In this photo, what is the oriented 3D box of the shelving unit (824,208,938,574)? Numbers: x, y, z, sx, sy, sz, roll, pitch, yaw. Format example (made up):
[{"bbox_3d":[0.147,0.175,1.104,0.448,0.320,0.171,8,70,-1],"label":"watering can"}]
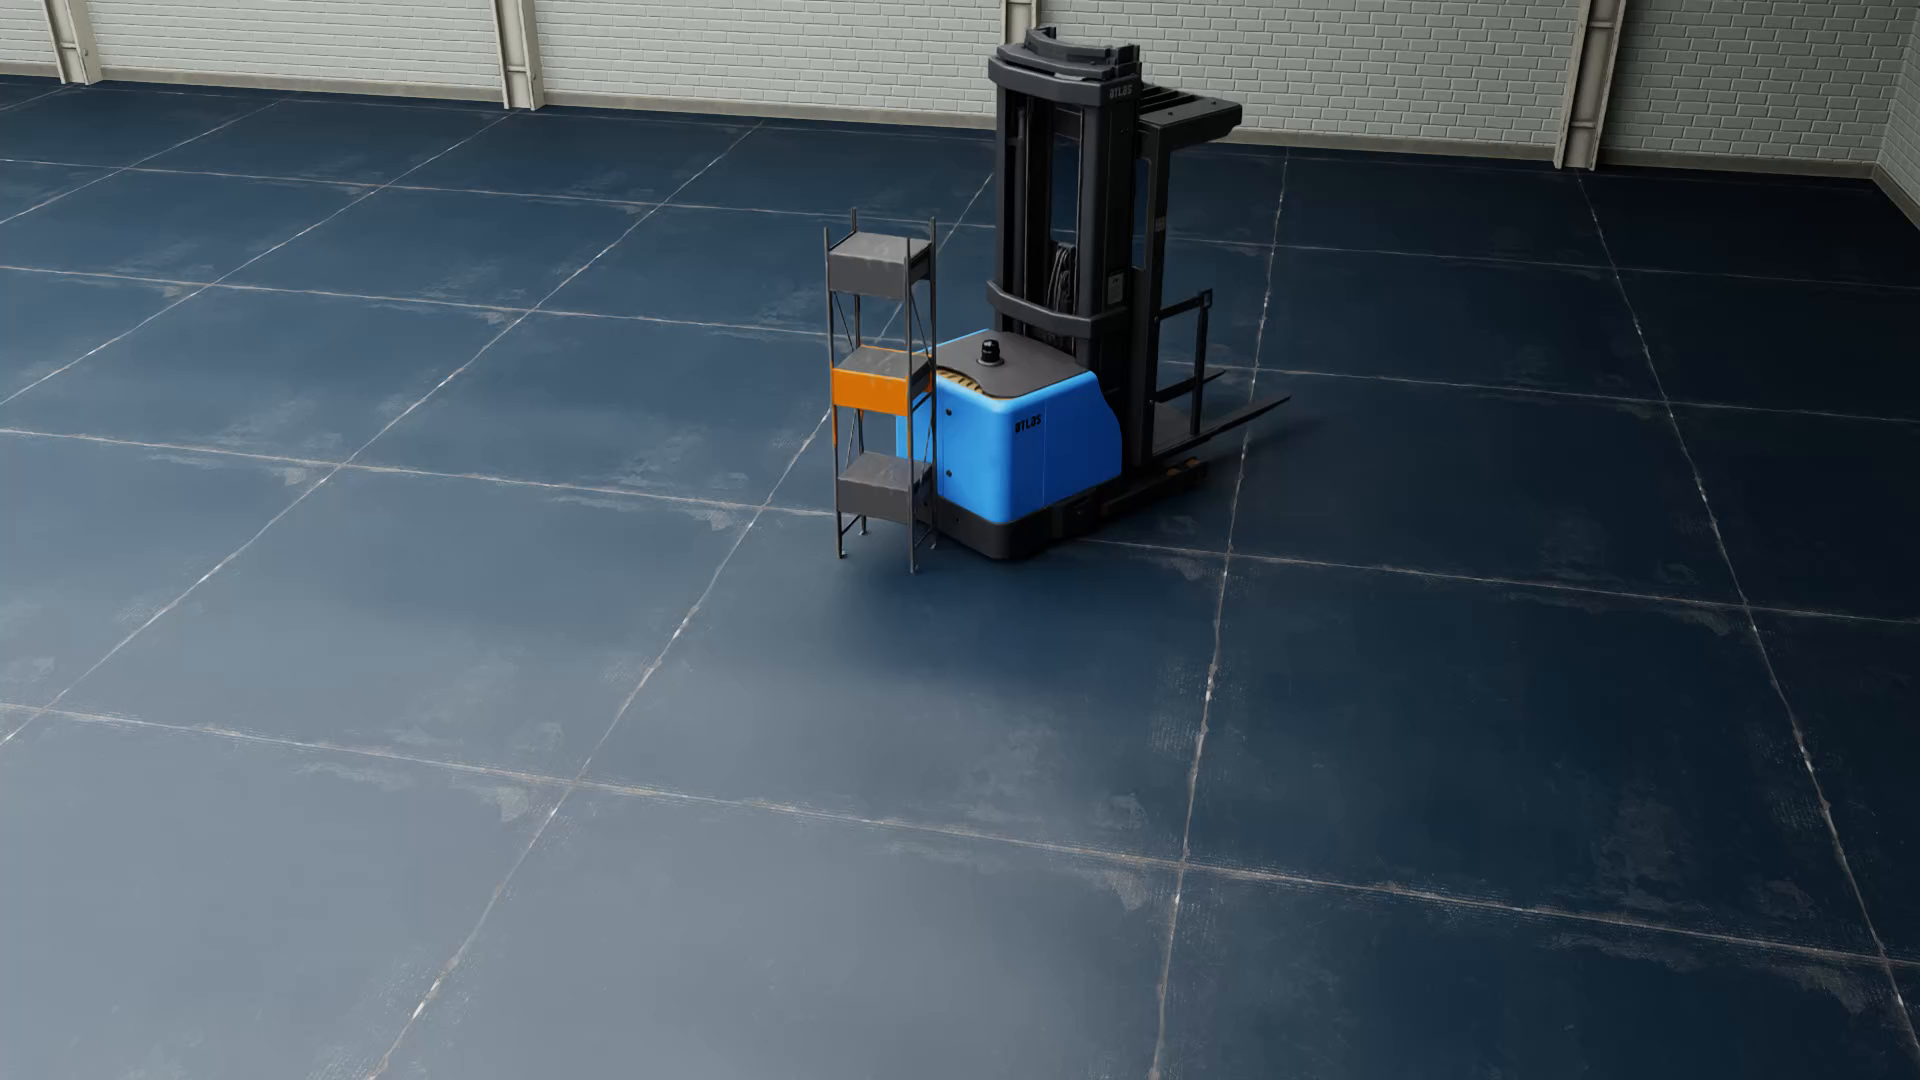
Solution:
[{"bbox_3d":[-0.446,-0.849,9.775,0.503,2.100,0.431,11,30,19],"label":"shelving unit"}]

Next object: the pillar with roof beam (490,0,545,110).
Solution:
[{"bbox_3d":[-6.101,-7.116,14.040,0.400,9.000,9.100,6,29,11],"label":"pillar with roof beam"}]

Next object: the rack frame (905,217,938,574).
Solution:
[{"bbox_3d":[-0.219,-0.806,9.698,0.015,2.100,0.400,11,30,19],"label":"rack frame"}]

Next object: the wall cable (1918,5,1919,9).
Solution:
[{"bbox_3d":[9.138,-5.656,14.607,0.112,2.526,3.097,6,29,11],"label":"wall cable"}]

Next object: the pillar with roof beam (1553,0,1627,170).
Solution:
[{"bbox_3d":[5.634,-5.913,11.842,0.400,9.000,9.100,6,29,11],"label":"pillar with roof beam"}]

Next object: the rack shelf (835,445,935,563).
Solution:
[{"bbox_3d":[-0.446,-0.223,10.118,0.480,0.518,0.431,11,30,19],"label":"rack shelf"}]

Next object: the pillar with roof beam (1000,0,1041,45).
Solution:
[{"bbox_3d":[-0.233,-6.515,12.941,0.400,9.000,9.100,6,29,11],"label":"pillar with roof beam"}]

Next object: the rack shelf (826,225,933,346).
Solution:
[{"bbox_3d":[-0.446,-1.451,9.446,0.480,0.518,0.431,11,30,19],"label":"rack shelf"}]

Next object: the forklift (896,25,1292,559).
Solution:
[{"bbox_3d":[1.016,-1.758,10.571,3.031,2.935,1.130,-23,36,-36],"label":"forklift"}]

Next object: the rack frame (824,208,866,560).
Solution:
[{"bbox_3d":[-0.674,-0.891,9.853,0.015,2.100,0.400,11,30,19],"label":"rack frame"}]

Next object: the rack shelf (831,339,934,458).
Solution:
[{"bbox_3d":[-0.446,-0.837,9.782,0.480,0.518,0.431,11,30,19],"label":"rack shelf"}]

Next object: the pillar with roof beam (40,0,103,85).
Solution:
[{"bbox_3d":[-11.969,-7.718,15.139,0.400,9.000,9.100,6,29,11],"label":"pillar with roof beam"}]
